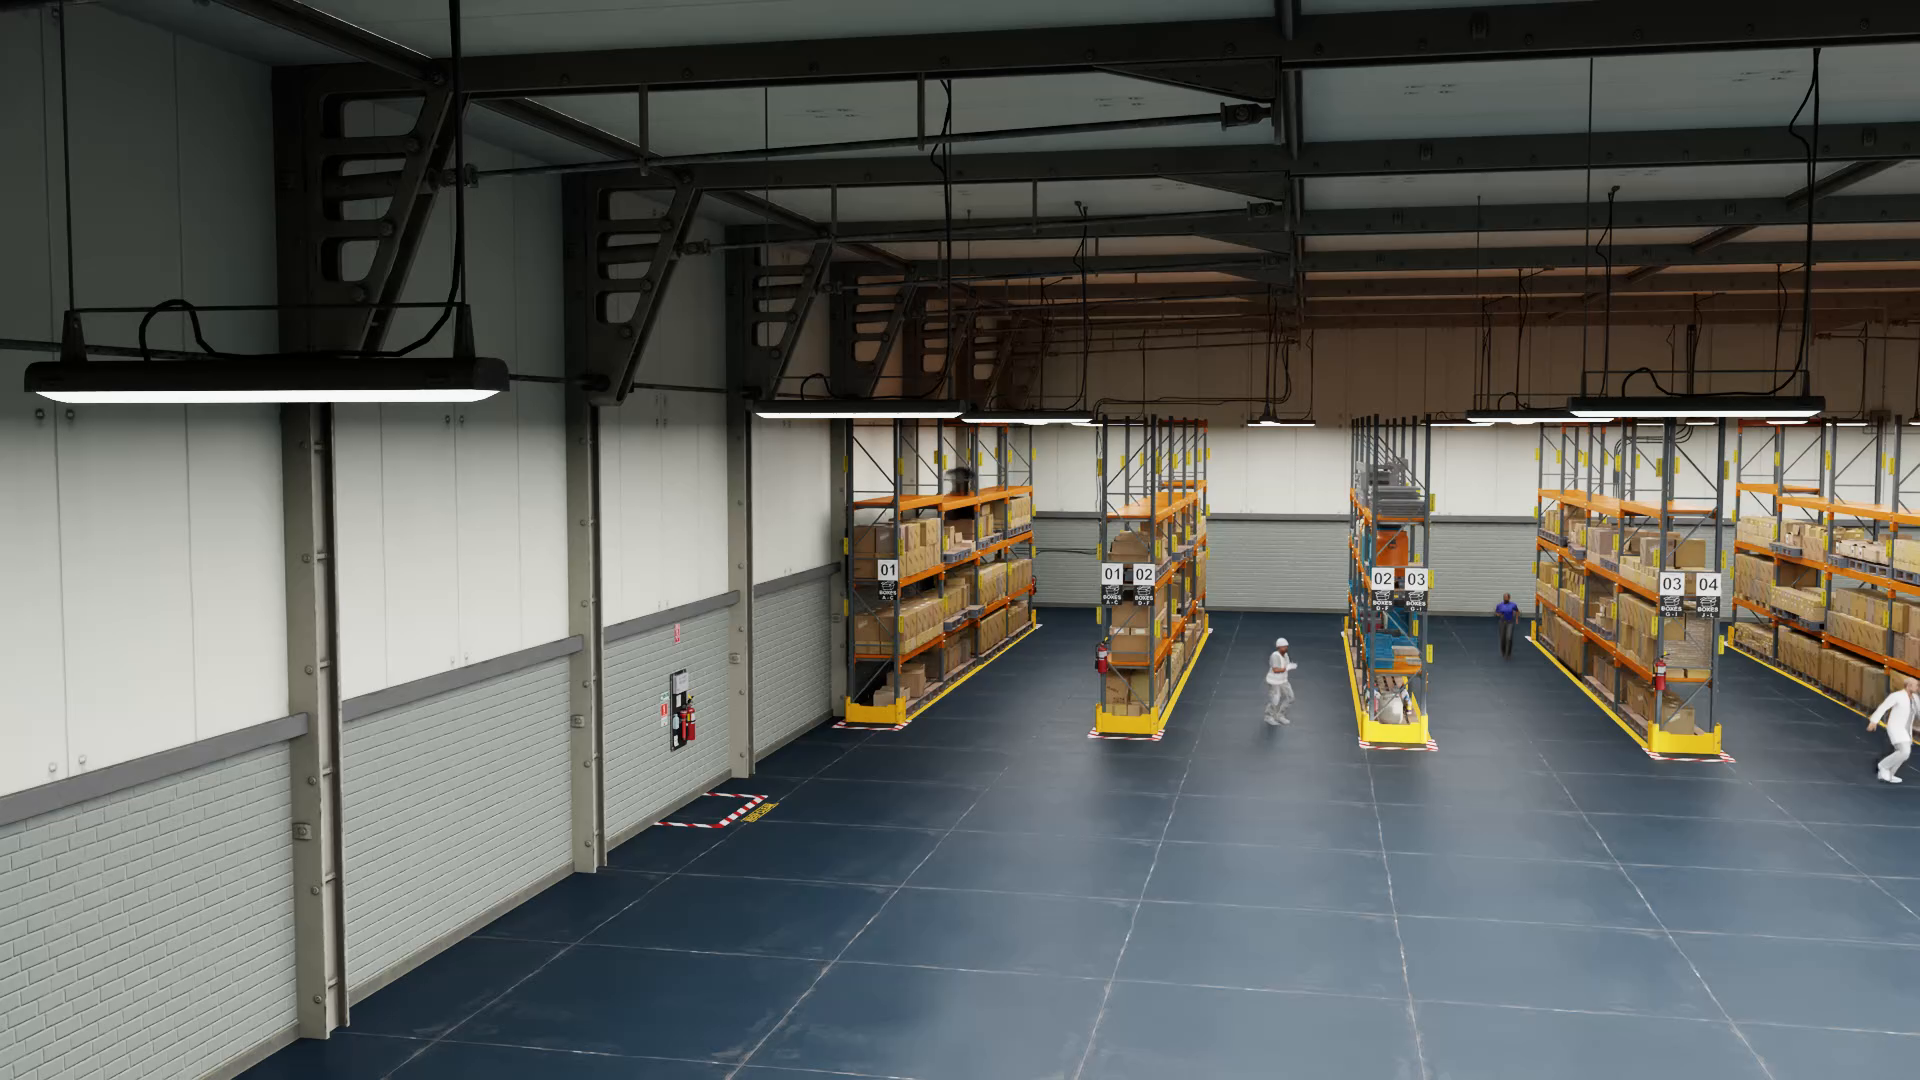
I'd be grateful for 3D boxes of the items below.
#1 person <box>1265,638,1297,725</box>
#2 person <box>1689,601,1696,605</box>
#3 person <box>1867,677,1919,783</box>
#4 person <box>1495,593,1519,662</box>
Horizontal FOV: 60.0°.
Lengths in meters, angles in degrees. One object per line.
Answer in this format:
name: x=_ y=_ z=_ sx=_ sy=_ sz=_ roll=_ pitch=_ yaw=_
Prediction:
person: x=6.106 y=2.740 z=31.896 sx=0.594 sy=1.737 sz=0.879 roll=-3 pitch=5 yaw=-36
person: x=19.095 y=2.024 z=43.654 sx=0.673 sy=1.597 sz=0.674 roll=2 pitch=4 yaw=31
person: x=15.189 y=3.065 z=26.746 sx=0.705 sy=1.727 sz=0.829 roll=-2 pitch=4 yaw=-27
person: x=13.534 y=2.154 z=41.187 sx=0.560 sy=1.715 sz=0.847 roll=1 pitch=4 yaw=20
